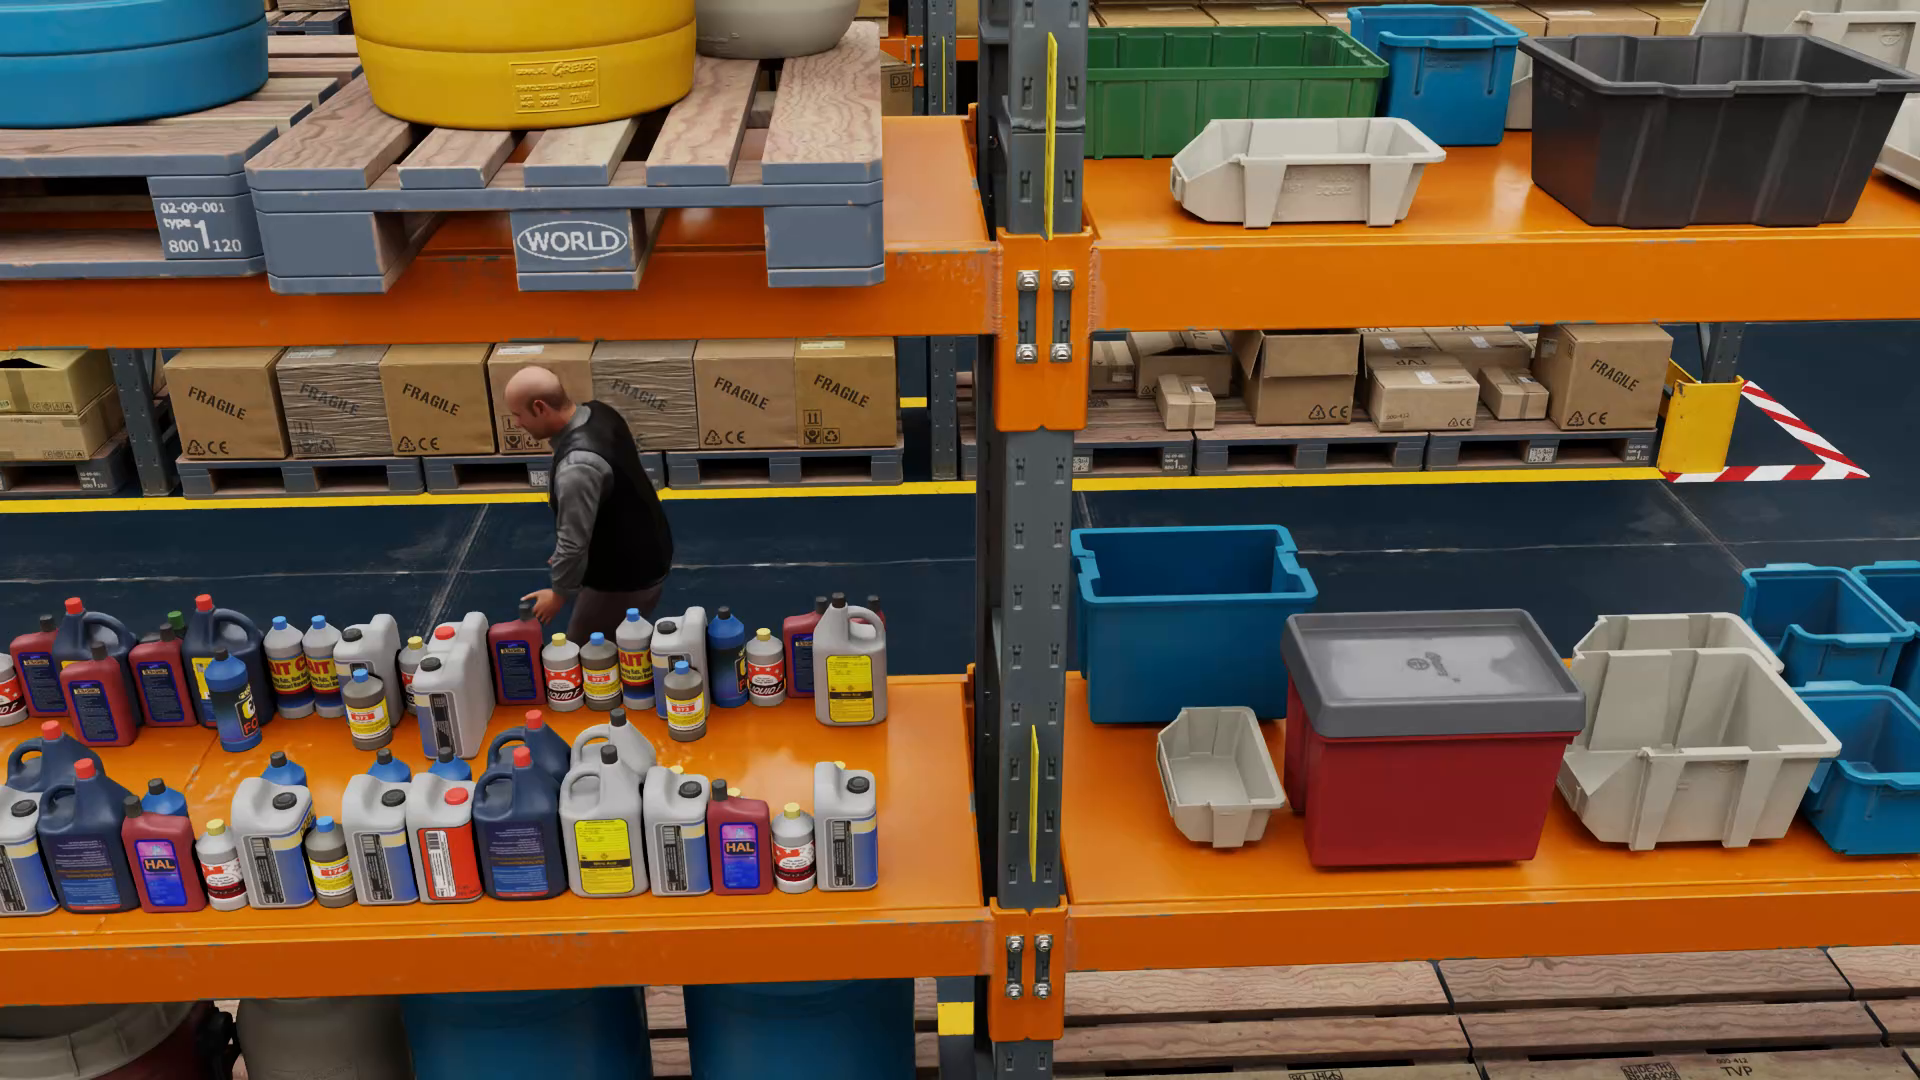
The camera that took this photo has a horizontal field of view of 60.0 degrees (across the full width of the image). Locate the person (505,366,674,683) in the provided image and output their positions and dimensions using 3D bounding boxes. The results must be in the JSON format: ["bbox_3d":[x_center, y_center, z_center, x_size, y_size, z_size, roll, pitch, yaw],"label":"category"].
[{"bbox_3d":[-1.299,0.130,6.020,0.509,1.617,0.574,-1,27,-1],"label":"person"}]
